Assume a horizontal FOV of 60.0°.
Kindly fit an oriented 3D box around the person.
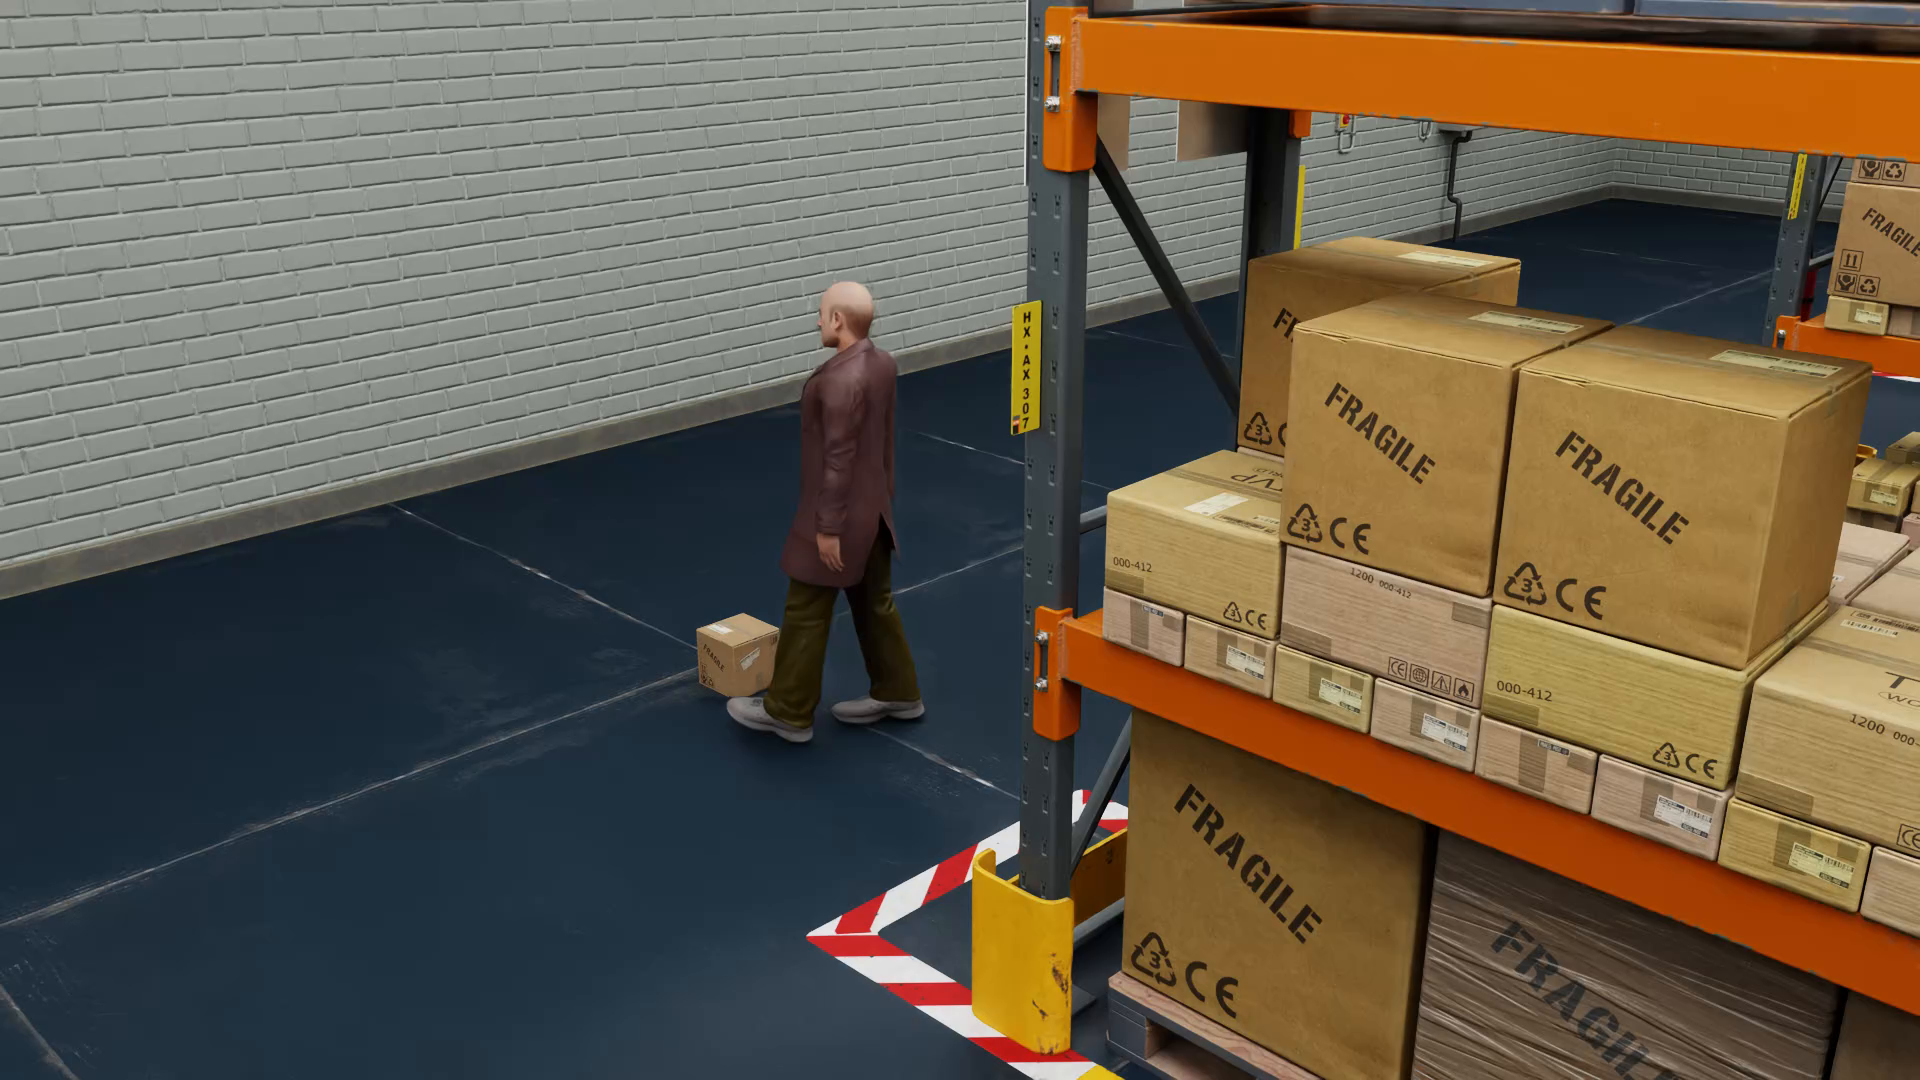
[{"bbox_3d":[-0.527,-0.105,6.371,0.722,1.775,0.599,6,21,16],"label":"person"}]
